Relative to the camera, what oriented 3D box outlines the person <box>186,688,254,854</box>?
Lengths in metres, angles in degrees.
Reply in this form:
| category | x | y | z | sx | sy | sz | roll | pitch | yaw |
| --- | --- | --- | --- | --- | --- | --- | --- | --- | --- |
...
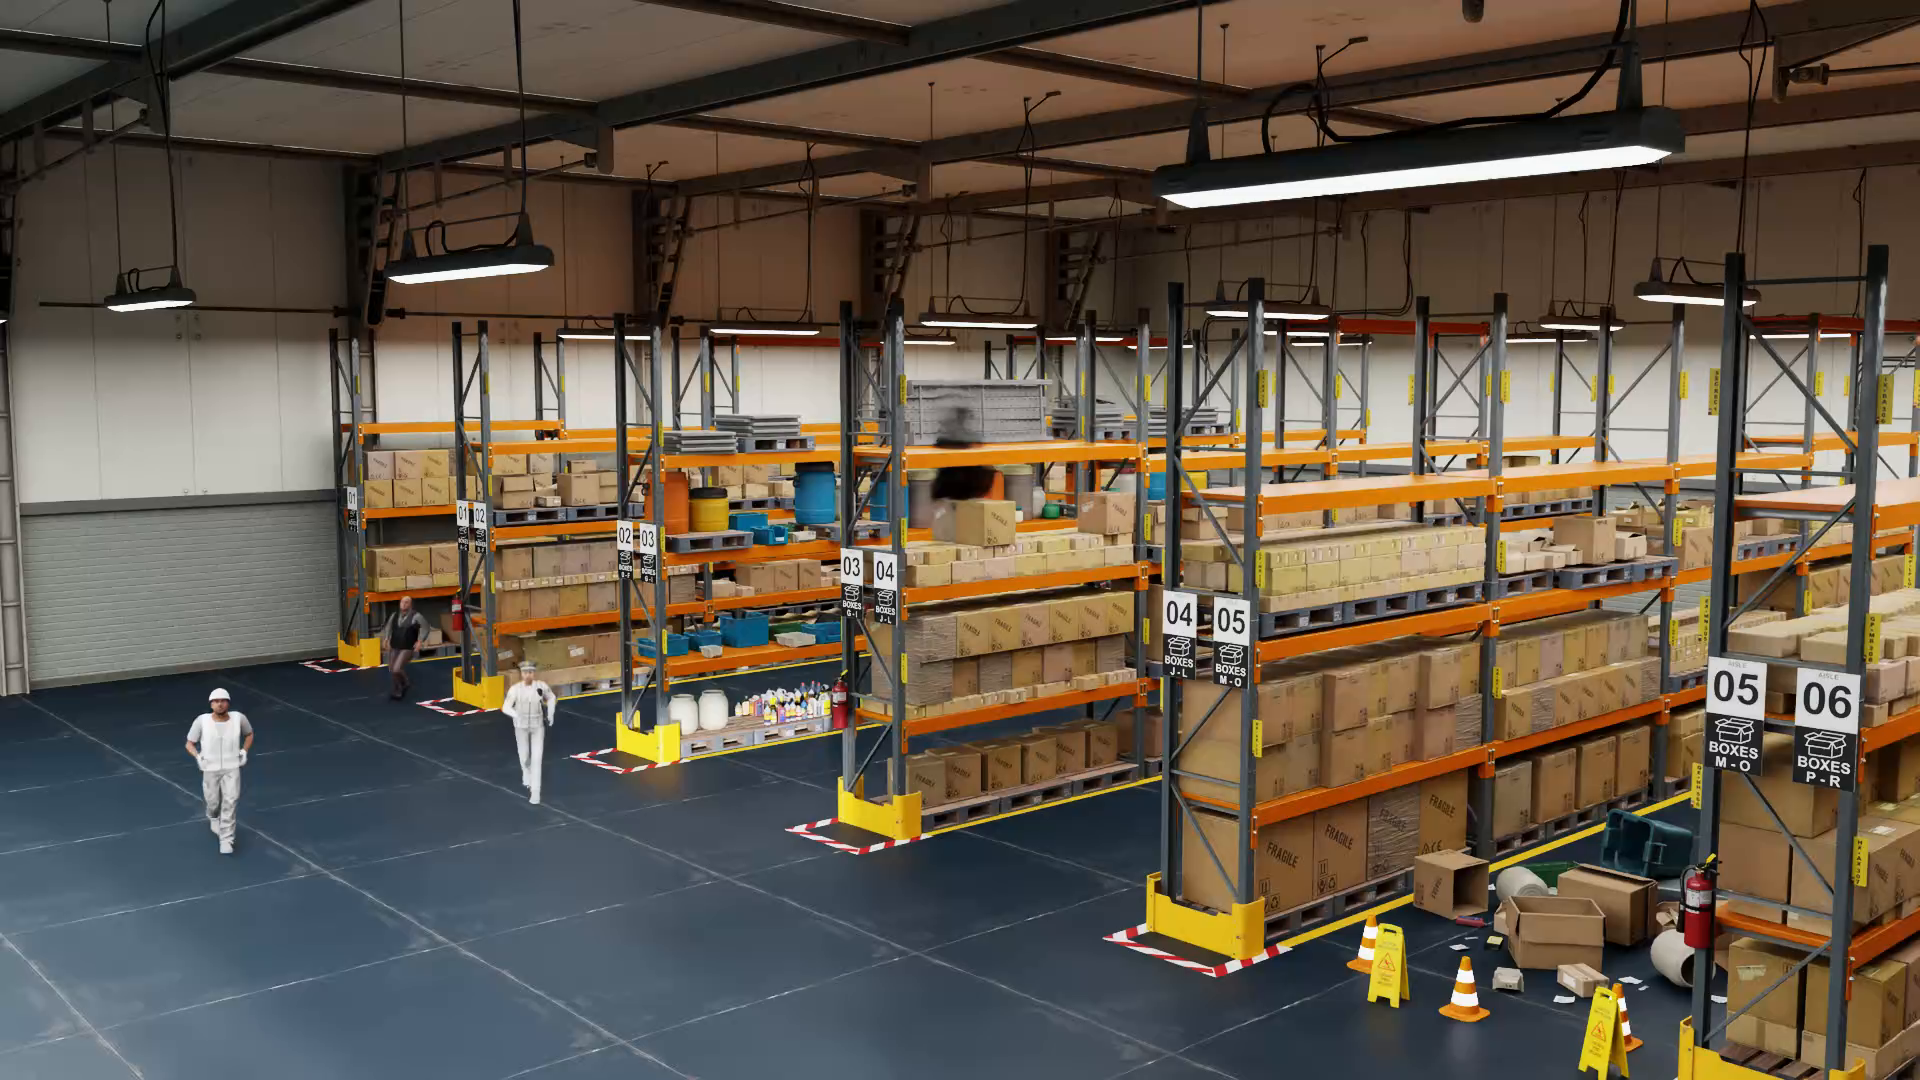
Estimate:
| category | x | y | z | sx | sy | sz | roll | pitch | yaw |
| --- | --- | --- | --- | --- | --- | --- | --- | --- | --- |
| person | -8.056 | 2.488 | 18.150 | 0.693 | 1.758 | 0.854 | -3 | 6 | -27 |

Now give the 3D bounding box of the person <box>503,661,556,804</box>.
| category | x | y | z | sx | sy | sz | roll | pitch | yaw |
| --- | --- | --- | --- | --- | --- | --- | --- | --- | --- |
| person | -5.259 | 2.297 | 20.347 | 0.632 | 1.691 | 0.941 | -1 | 6 | -14 |

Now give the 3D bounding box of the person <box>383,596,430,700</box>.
| category | x | y | z | sx | sy | sz | roll | pitch | yaw |
| --- | --- | --- | --- | --- | --- | --- | --- | --- | --- |
| person | -8.841 | 1.721 | 26.411 | 0.714 | 1.662 | 0.598 | 2 | 6 | 16 |
